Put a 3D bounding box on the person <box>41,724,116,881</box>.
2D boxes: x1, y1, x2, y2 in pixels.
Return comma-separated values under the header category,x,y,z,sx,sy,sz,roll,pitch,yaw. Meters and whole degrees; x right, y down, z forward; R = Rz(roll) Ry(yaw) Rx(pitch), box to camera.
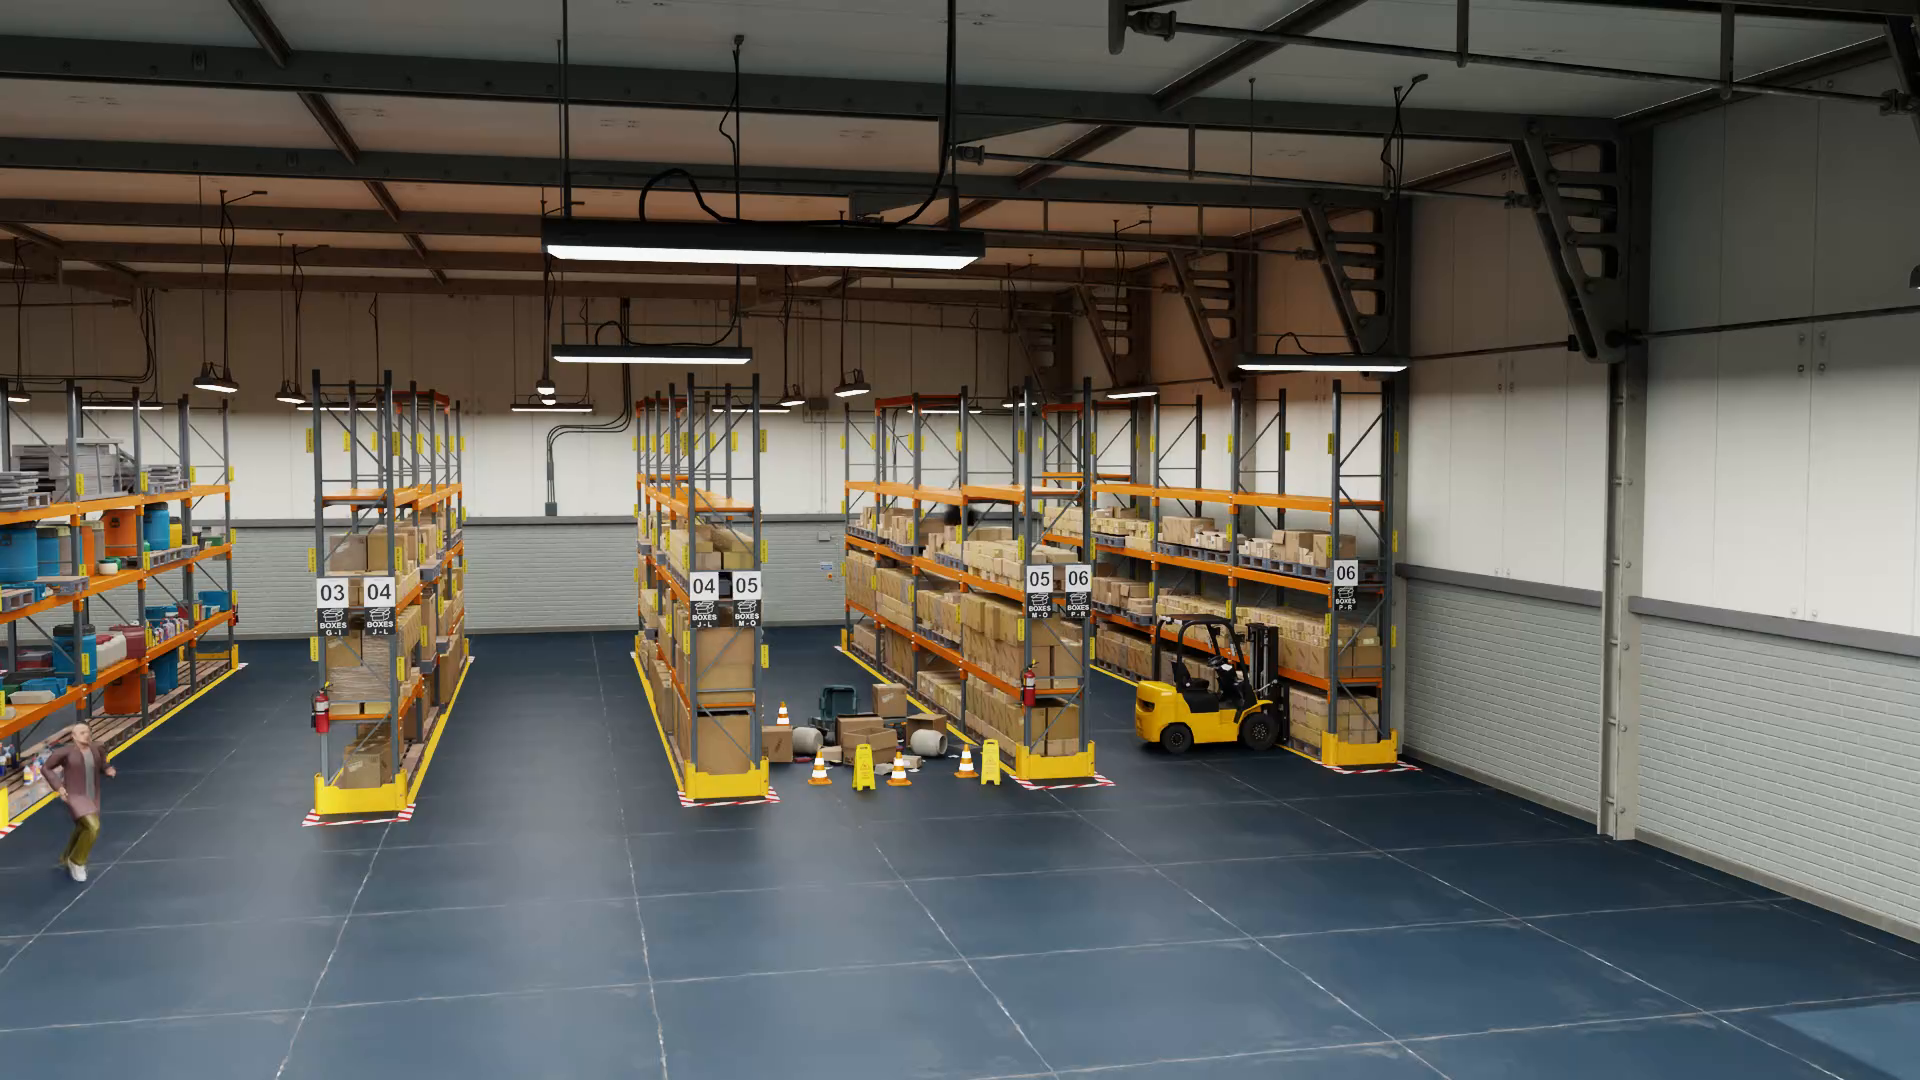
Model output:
category,x,y,z,sx,sy,sz,roll,pitch,yaw
person,-10.112,3.024,19.207,0.787,1.821,0.670,1,4,20
